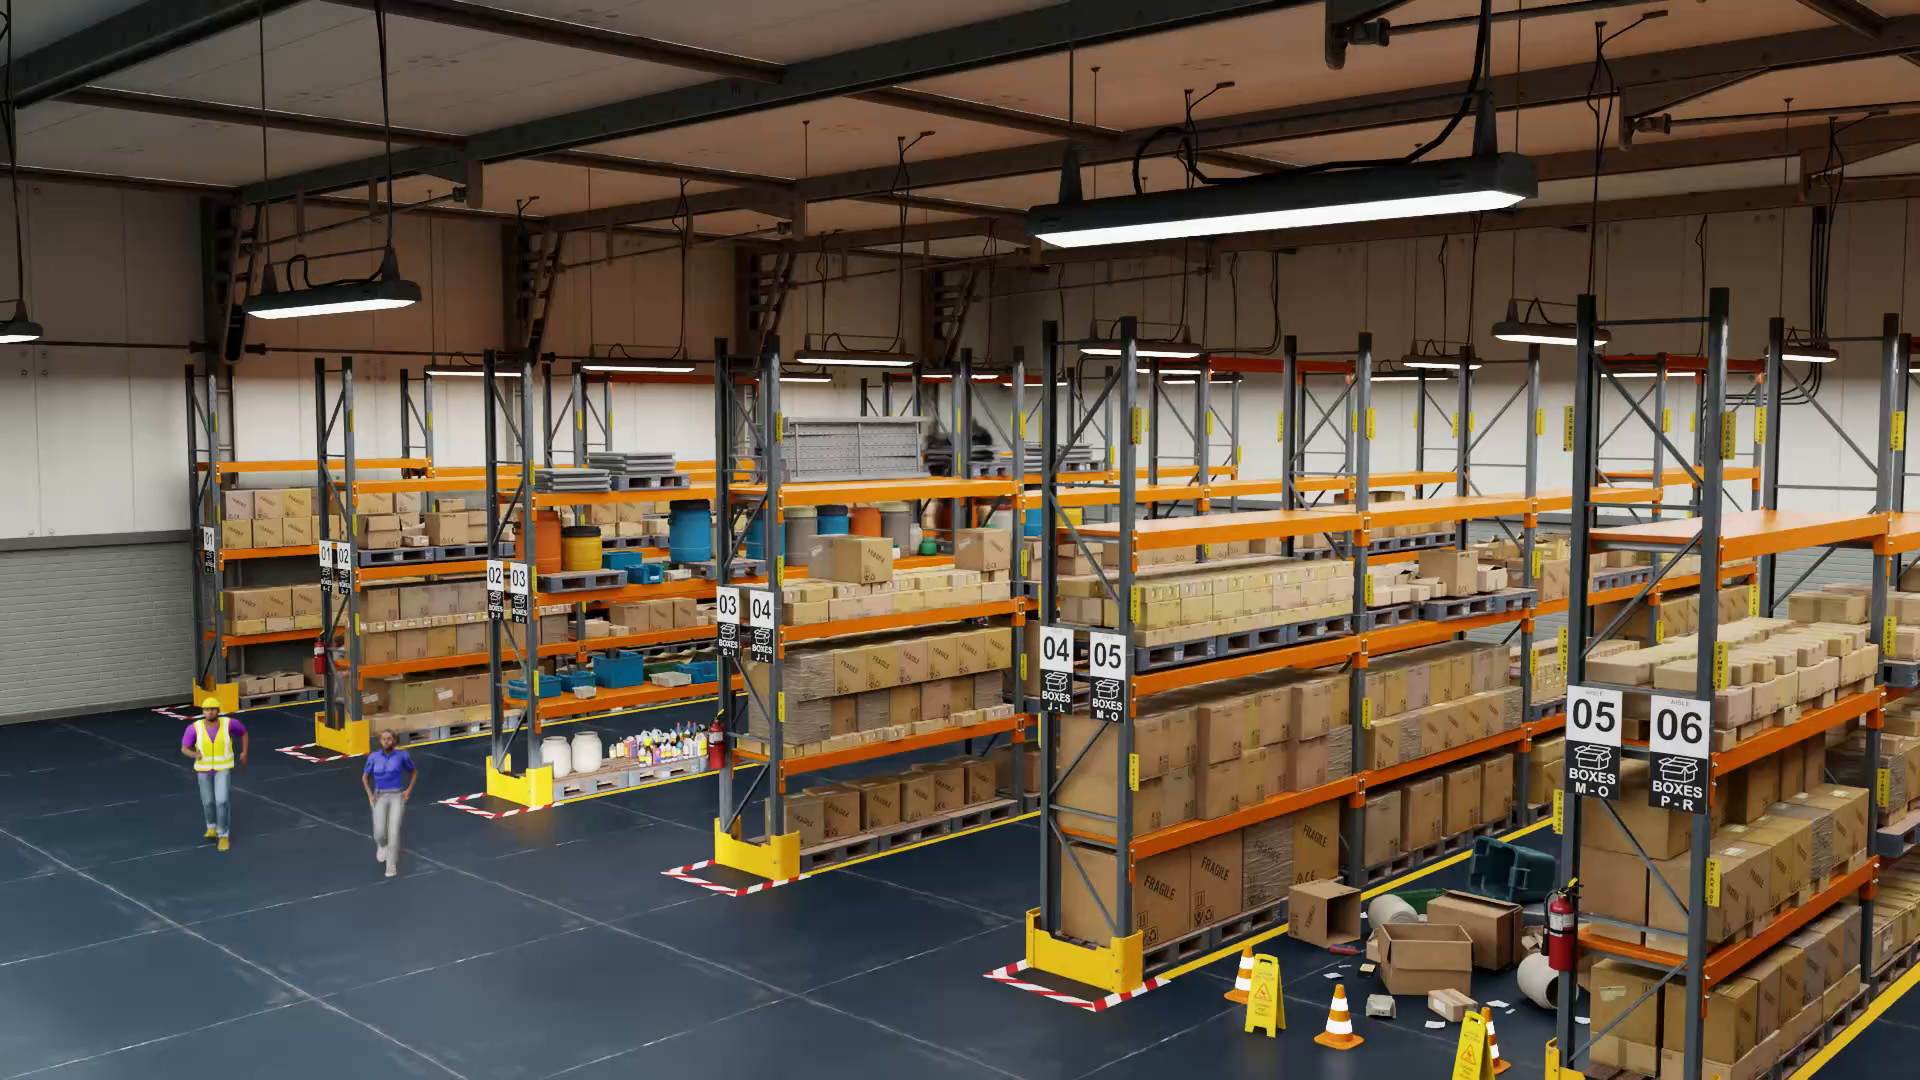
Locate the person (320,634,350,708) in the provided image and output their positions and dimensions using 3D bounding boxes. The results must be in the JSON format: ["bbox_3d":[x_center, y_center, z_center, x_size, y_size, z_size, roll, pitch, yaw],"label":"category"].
[{"bbox_3d":[-10.139,2.325,27.173,0.576,1.580,0.725,3,5,31],"label":"person"}]

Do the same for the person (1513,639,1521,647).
[{"bbox_3d":[8.717,2.365,25.765,0.583,1.669,0.627,-3,5,-35],"label":"person"}]

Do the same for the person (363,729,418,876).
[{"bbox_3d":[-6.420,2.927,18.771,0.598,1.633,0.564,-1,5,-14],"label":"person"}]

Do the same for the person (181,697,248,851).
[{"bbox_3d":[-8.882,2.779,19.829,0.719,1.846,0.763,-1,5,-18],"label":"person"}]
